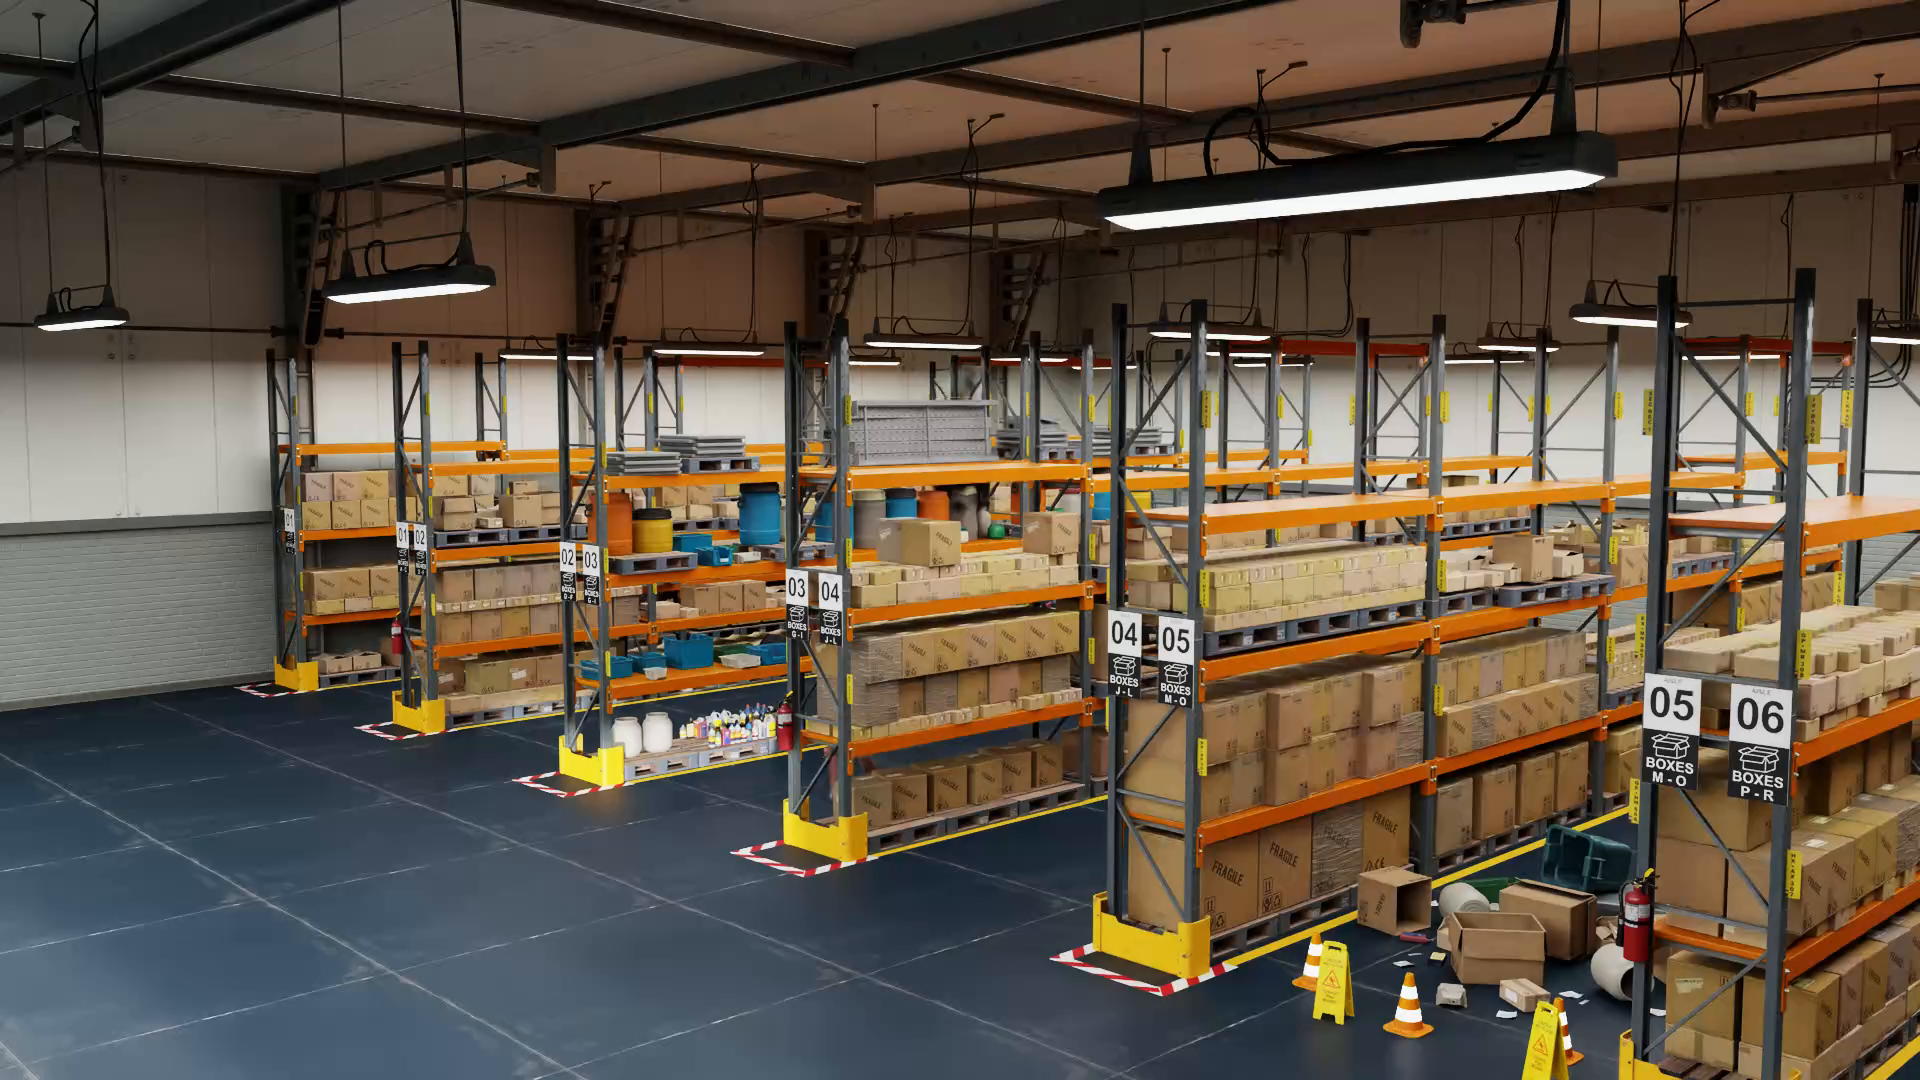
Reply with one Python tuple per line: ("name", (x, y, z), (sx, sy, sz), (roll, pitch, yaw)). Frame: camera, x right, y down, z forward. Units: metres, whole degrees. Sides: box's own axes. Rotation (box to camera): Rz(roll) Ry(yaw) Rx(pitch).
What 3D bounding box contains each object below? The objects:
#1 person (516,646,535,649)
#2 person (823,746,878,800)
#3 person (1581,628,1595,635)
("person", (-7.608, 1.870, 28.861), (0.732, 1.585, 0.504), (-5, 7, -44))
("person", (-1.360, 2.497, 21.429), (0.899, 1.655, 0.572), (-5, 7, -44))
("person", (9.404, 2.186, 24.928), (0.765, 1.736, 0.582), (-4, 6, -35))
